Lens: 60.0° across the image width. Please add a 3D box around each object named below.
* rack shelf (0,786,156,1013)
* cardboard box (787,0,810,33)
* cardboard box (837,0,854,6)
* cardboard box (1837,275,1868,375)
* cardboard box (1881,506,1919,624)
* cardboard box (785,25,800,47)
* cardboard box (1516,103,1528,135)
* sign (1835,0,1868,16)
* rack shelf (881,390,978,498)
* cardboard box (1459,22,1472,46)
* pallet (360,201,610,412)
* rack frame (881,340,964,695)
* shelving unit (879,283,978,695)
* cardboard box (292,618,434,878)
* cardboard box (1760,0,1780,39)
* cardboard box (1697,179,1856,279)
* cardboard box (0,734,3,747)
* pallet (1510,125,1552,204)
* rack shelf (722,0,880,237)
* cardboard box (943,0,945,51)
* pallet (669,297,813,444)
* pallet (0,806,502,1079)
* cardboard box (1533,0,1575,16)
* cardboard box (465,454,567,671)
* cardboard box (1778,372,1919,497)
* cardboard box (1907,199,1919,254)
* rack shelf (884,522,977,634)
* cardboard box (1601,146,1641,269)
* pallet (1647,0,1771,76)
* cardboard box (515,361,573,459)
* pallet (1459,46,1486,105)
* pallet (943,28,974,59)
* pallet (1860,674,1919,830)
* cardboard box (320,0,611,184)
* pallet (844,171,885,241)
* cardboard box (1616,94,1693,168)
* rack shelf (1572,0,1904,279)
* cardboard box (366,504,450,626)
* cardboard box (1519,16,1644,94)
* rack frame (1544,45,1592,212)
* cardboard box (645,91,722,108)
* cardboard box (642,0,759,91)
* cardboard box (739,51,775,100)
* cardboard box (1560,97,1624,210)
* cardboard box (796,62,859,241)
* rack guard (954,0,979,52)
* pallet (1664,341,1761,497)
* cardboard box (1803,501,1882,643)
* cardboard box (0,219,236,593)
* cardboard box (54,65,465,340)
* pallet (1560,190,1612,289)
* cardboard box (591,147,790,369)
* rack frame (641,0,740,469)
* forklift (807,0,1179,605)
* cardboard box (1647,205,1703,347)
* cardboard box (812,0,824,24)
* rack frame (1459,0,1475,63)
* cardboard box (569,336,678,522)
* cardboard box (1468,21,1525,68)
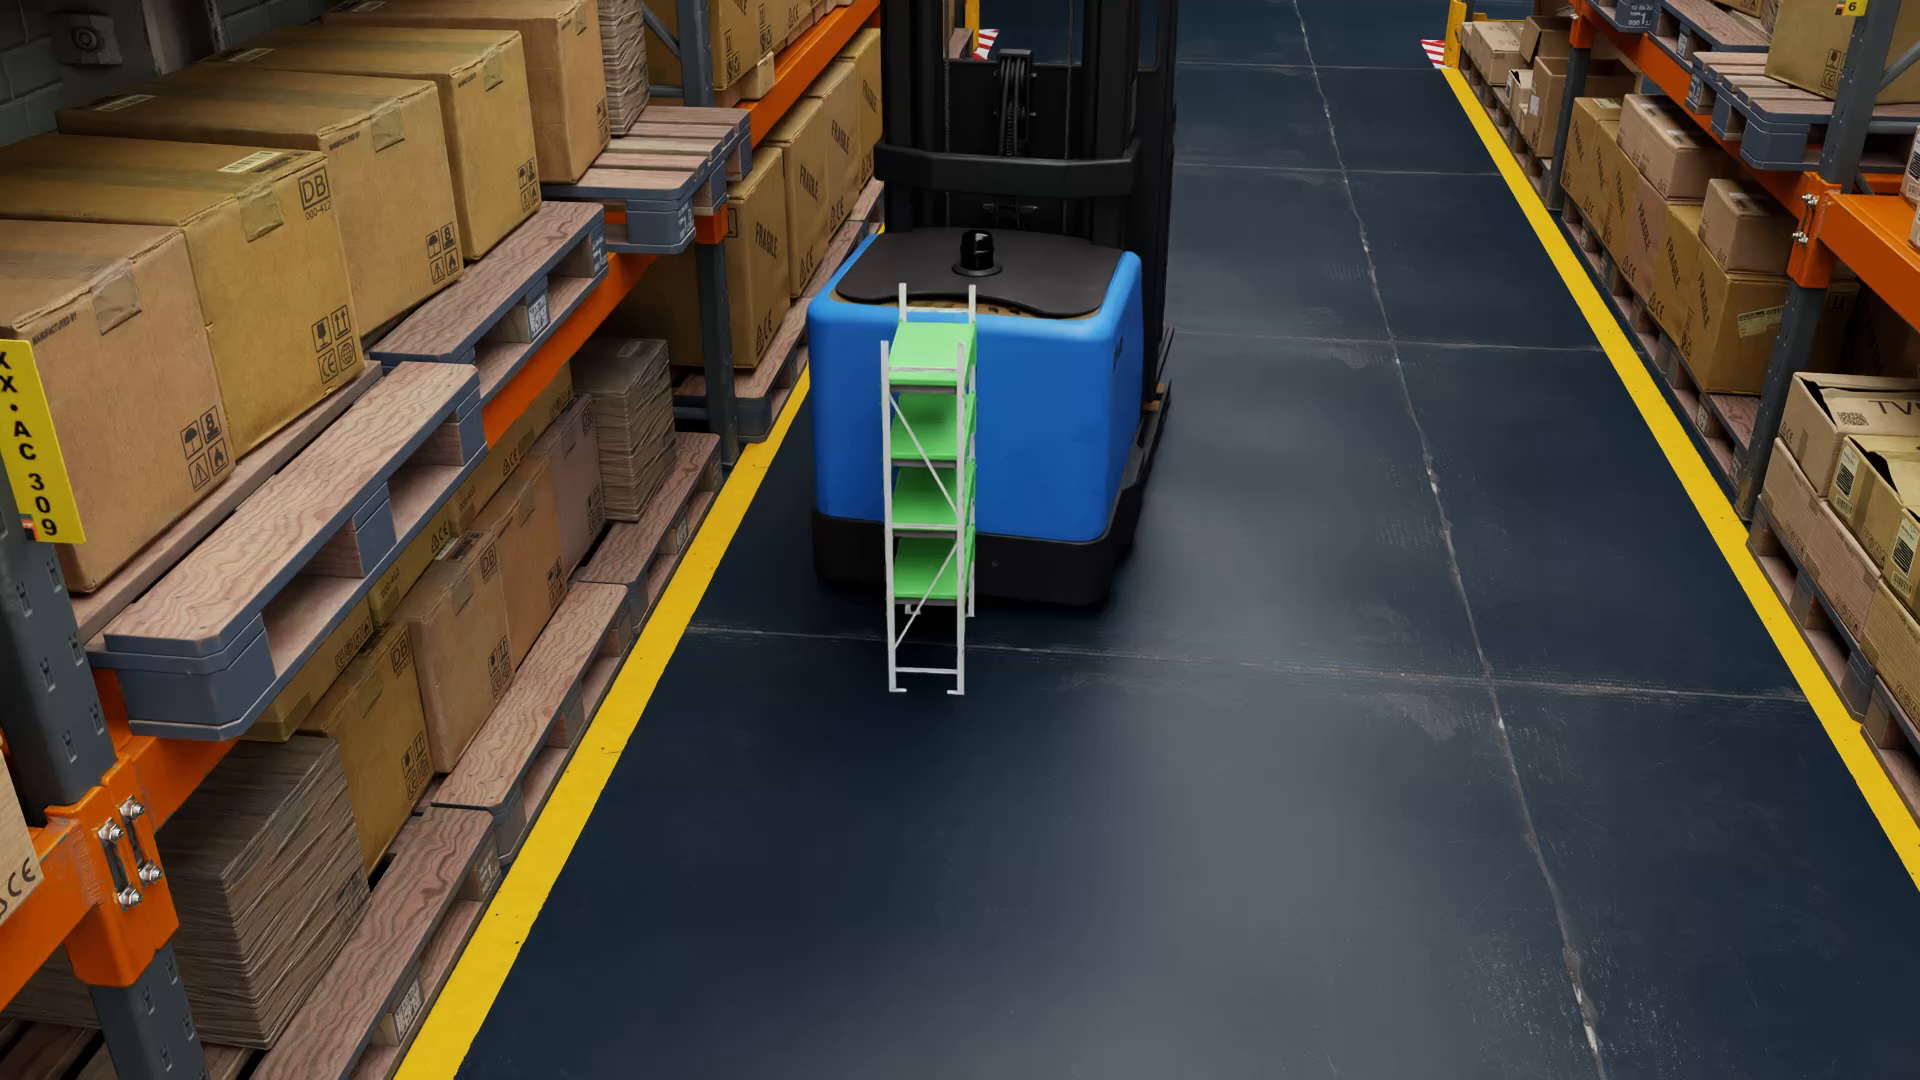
[{"bbox_3d":[-2.153,1.470,1.116,1.077,0.370,4.000,3,28,6],"label":"rack shelf"},{"bbox_3d":[-0.969,-2.548,7.376,0.500,0.500,0.500,3,28,6],"label":"cardboard box"},{"bbox_3d":[-0.746,-2.909,8.730,0.380,0.149,0.250,3,28,6],"label":"cardboard box"},{"bbox_3d":[3.897,-0.922,6.971,0.500,0.500,0.500,2,28,4],"label":"cardboard box"},{"bbox_3d":[3.023,0.111,4.745,0.500,0.311,0.500,3,28,5],"label":"cardboard box"},{"bbox_3d":[-0.970,-2.433,7.847,0.380,0.149,0.250,4,29,6],"label":"cardboard box"},{"bbox_3d":[3.764,-2.671,10.586,0.380,0.149,0.250,3,28,6],"label":"cardboard box"},{"bbox_3d":[2.960,-1.886,5.452,0.100,0.325,0.005,3,28,6],"label":"sign"},{"bbox_3d":[-0.089,-0.309,5.187,0.258,0.148,0.480,2,28,4],"label":"rack shelf"},{"bbox_3d":[4.087,-3.912,12.890,0.380,0.149,0.250,3,28,6],"label":"cardboard box"},{"bbox_3d":[-1.619,-0.652,4.500,1.003,0.211,1.213,3,28,6],"label":"pallet"},{"bbox_3d":[-0.108,-0.038,5.056,0.240,1.200,0.015,2,28,4],"label":"rack frame"},{"bbox_3d":[-0.089,-0.154,5.270,0.258,1.200,0.503,2,28,4],"label":"shelving unit"},{"bbox_3d":[-1.820,0.526,4.284,0.700,0.500,0.500,3,28,5],"label":"cardboard box"},{"bbox_3d":[3.766,-2.336,6.875,0.700,0.500,0.500,9,30,16],"label":"cardboard box"},{"bbox_3d":[3.384,-1.288,6.860,0.500,0.250,0.500,4,29,8],"label":"cardboard box"},{"bbox_3d":[-1.658,0.180,2.100,0.500,0.500,0.500,3,28,6],"label":"cardboard box"},{"bbox_3d":[4.075,-2.363,10.413,1.003,0.211,1.213,3,28,6],"label":"pallet"},{"bbox_3d":[-1.172,-2.295,8.106,1.077,0.370,4.000,3,28,6],"label":"rack shelf"},{"bbox_3d":[-0.485,-3.950,12.612,0.700,0.500,0.500,3,28,6],"label":"cardboard box"},{"bbox_3d":[-1.246,-0.810,7.530,1.003,0.211,1.213,3,28,6],"label":"pallet"},{"bbox_3d":[-1.814,1.073,4.035,1.003,0.211,1.213,3,28,6],"label":"pallet"},{"bbox_3d":[4.658,-3.973,12.634,0.500,0.500,0.500,3,28,6],"label":"cardboard box"},{"bbox_3d":[-1.665,0.049,5.167,0.700,0.500,0.500,3,28,6],"label":"cardboard box"},{"bbox_3d":[3.144,-0.376,5.651,0.500,0.311,0.500,4,29,8],"label":"cardboard box"},{"bbox_3d":[3.198,-0.935,4.918,0.500,0.311,0.500,3,28,6],"label":"cardboard box"},{"bbox_3d":[-0.089,0.114,5.415,0.258,0.148,0.480,2,28,4],"label":"rack shelf"},{"bbox_3d":[3.565,-1.660,8.341,0.500,0.500,0.500,4,29,7],"label":"cardboard box"},{"bbox_3d":[3.733,-2.216,7.402,1.003,0.211,1.213,3,28,6],"label":"pallet"},{"bbox_3d":[-1.586,-0.487,5.373,0.500,0.250,0.500,4,29,7],"label":"cardboard box"},{"bbox_3d":[4.374,-3.511,12.545,1.003,0.211,1.213,3,28,6],"label":"pallet"},{"bbox_3d":[-0.457,-3.828,13.132,1.003,0.211,1.213,3,28,6],"label":"pallet"},{"bbox_3d":[3.208,0.801,4.540,1.003,0.211,1.213,3,28,6],"label":"pallet"},{"bbox_3d":[-1.507,-1.422,5.157,0.700,0.500,0.500,1,28,1],"label":"cardboard box"},{"bbox_3d":[-0.947,-1.958,9.662,1.003,0.211,1.213,3,28,6],"label":"pallet"},{"bbox_3d":[3.566,-2.006,8.193,0.500,0.250,0.500,3,29,6],"label":"cardboard box"},{"bbox_3d":[3.745,-2.009,7.575,1.077,0.370,4.000,3,28,6],"label":"rack shelf"},{"bbox_3d":[-1.723,-0.011,4.489,0.500,0.250,0.500,3,28,5],"label":"cardboard box"},{"bbox_3d":[4.215,-3.247,11.282,0.797,0.503,0.637,3,28,6],"label":"cardboard box"},{"bbox_3d":[3.990,-3.267,9.152,1.000,3.000,0.127,3,28,6],"label":"rack frame"},{"bbox_3d":[-1.147,-1.710,6.506,0.380,0.149,0.250,3,28,5],"label":"cardboard box"},{"bbox_3d":[-1.104,-2.068,6.486,0.500,0.500,0.500,4,29,8],"label":"cardboard box"},{"bbox_3d":[-0.991,-1.949,6.948,0.380,0.149,0.250,4,29,8],"label":"cardboard box"},{"bbox_3d":[3.688,-2.147,9.244,0.500,0.500,0.500,2,28,4],"label":"cardboard box"},{"bbox_3d":[-0.984,-2.060,8.734,0.750,0.750,0.750,4,29,8],"label":"cardboard box"},{"bbox_3d":[-0.434,-4.347,13.792,1.175,0.500,0.348,3,28,6],"label":"rack guard"},{"bbox_3d":[3.628,-0.506,6.967,1.003,0.211,1.213,3,28,6],"label":"pallet"},{"bbox_3d":[3.083,0.107,5.344,0.500,0.250,0.500,3,28,5],"label":"cardboard box"},{"bbox_3d":[-1.811,-0.263,3.006,0.700,0.500,0.500,3,29,6],"label":"cardboard box"},{"bbox_3d":[-1.686,-0.837,4.072,0.700,0.500,0.500,7,29,13],"label":"cardboard box"},{"bbox_3d":[3.927,-1.655,9.099,1.003,0.211,1.213,3,28,6],"label":"pallet"},{"bbox_3d":[-1.197,-1.248,7.227,0.750,0.750,0.750,3,28,6],"label":"cardboard box"},{"bbox_3d":[-1.417,-1.671,6.188,1.000,3.000,0.127,3,28,6],"label":"rack frame"},{"bbox_3d":[0.301,-1.748,6.404,1.130,2.935,3.031,6,29,11],"label":"forklift"},{"bbox_3d":[3.445,-1.175,7.440,0.500,0.500,0.500,2,28,4],"label":"cardboard box"},{"bbox_3d":[-0.887,-2.681,8.307,0.380,0.149,0.250,3,28,5],"label":"cardboard box"},{"bbox_3d":[4.480,-5.150,12.647,1.000,3.000,0.127,3,28,6],"label":"rack frame"},{"bbox_3d":[-1.454,-0.422,6.042,0.700,0.500,0.500,4,29,7],"label":"cardboard box"},{"bbox_3d":[4.070,-3.658,12.313,0.500,0.250,0.500,3,28,6],"label":"cardboard box"}]
